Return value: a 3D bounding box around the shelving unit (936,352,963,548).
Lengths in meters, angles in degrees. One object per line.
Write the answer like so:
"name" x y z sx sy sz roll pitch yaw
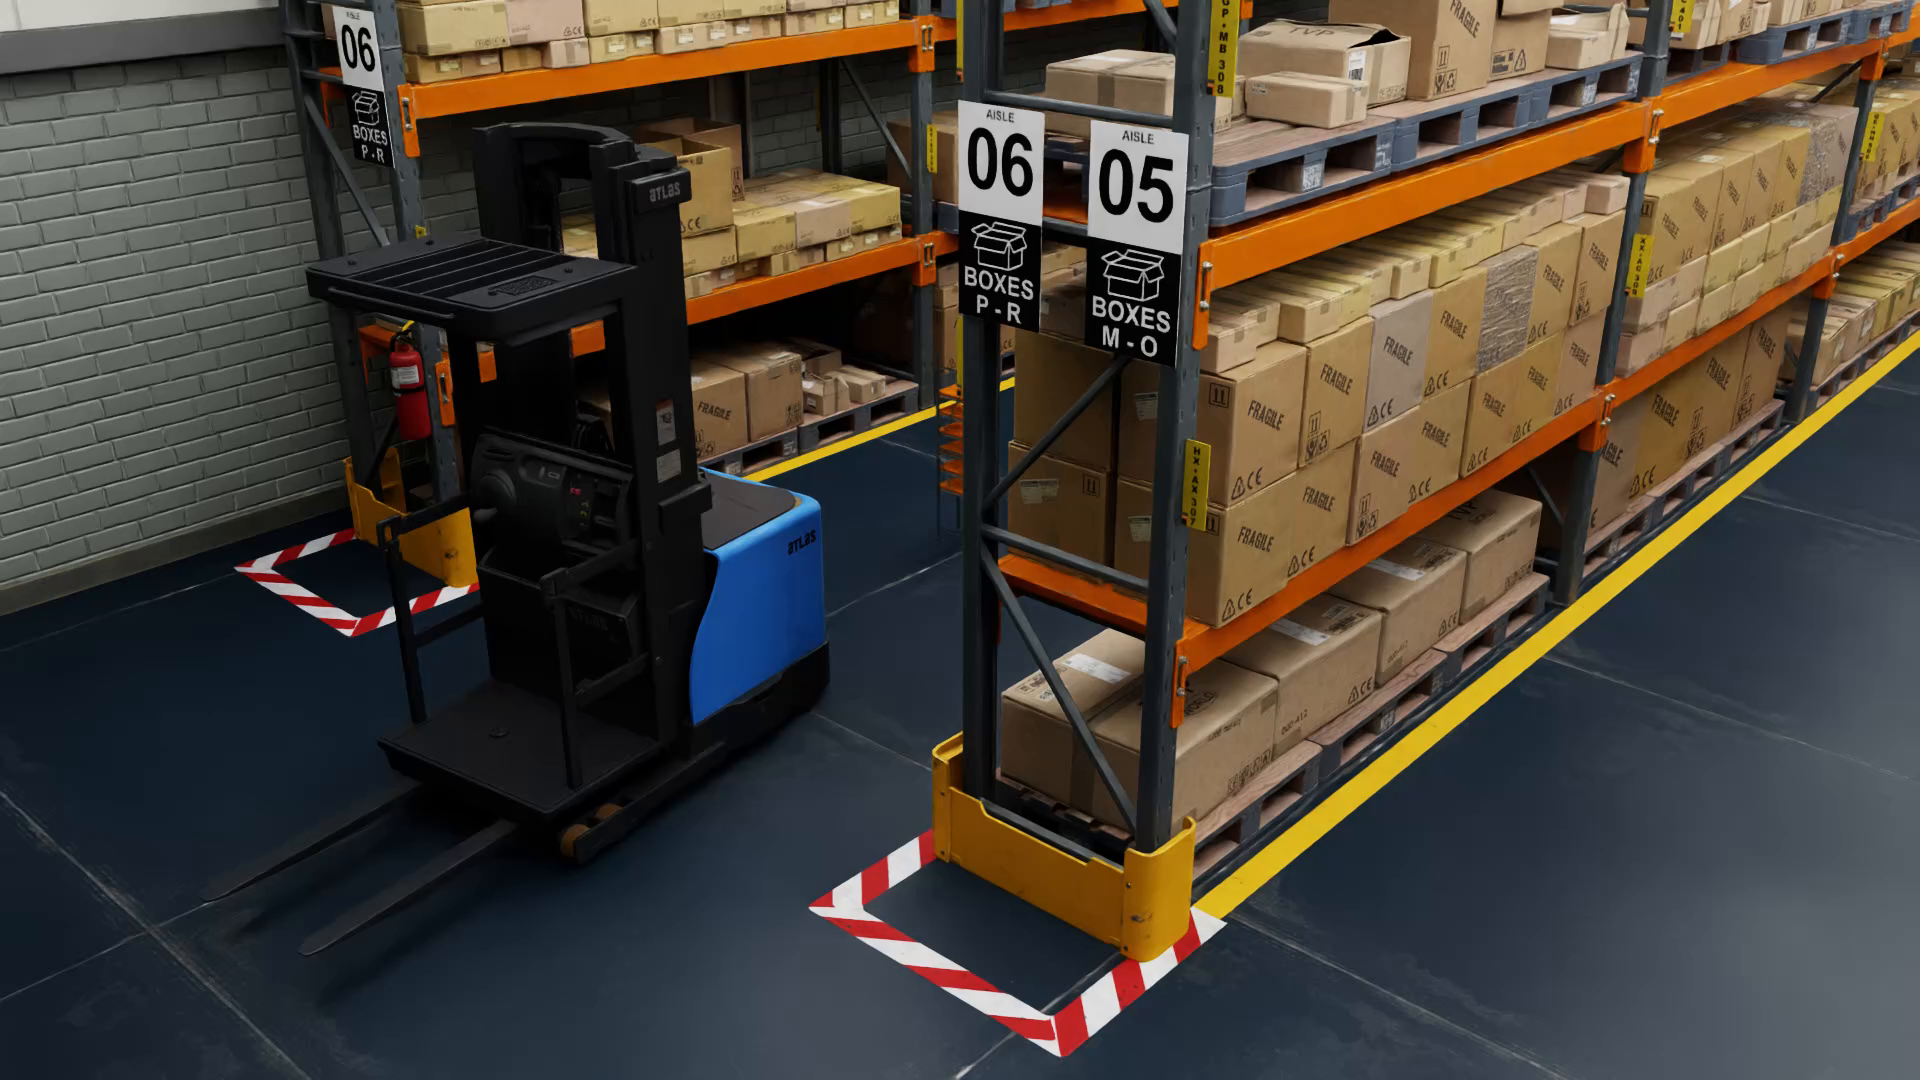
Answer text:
"shelving unit" 0.010 -0.552 10.014 0.258 1.200 0.189 20 31 38

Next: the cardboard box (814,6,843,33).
"cardboard box" -0.979 -3.399 10.805 0.380 0.149 0.250 21 32 39

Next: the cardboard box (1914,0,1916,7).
"cardboard box" 6.401 -4.053 11.834 0.700 0.500 0.500 20 31 38

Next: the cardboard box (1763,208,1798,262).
"cardboard box" 4.961 -1.976 10.564 0.500 0.250 0.500 19 30 36

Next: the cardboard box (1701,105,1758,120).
"cardboard box" 4.925 -2.617 11.076 0.500 0.500 0.500 20 31 38

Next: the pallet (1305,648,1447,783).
"pallet" 1.711 0.722 8.381 1.003 0.211 1.213 20 31 38

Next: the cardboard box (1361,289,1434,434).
"cardboard box" 1.631 -0.804 7.032 0.500 0.500 0.500 20 31 37

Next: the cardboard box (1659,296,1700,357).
"cardboard box" 3.925 -1.285 9.634 0.500 0.250 0.500 19 31 36

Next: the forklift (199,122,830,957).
"forklift" -1.893 -0.167 7.039 1.130 2.935 3.031 15 28 30

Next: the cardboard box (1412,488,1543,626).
"cardboard box" 2.592 0.006 9.189 0.875 0.438 0.875 20 31 37

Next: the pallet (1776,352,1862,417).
"pallet" 6.283 -1.318 12.931 1.003 0.211 1.213 20 31 38

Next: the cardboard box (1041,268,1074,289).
"cardboard box" 0.567 -1.941 13.454 0.500 0.500 0.500 19 30 36

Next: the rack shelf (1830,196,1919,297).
"rack shelf" 7.095 -2.634 13.337 1.077 0.370 4.000 20 31 38

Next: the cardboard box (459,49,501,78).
"cardboard box" -2.736 -2.644 9.121 0.380 0.149 0.250 21 31 38

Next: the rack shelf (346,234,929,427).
"rack shelf" -1.943 -1.550 10.921 1.077 0.370 4.000 20 31 38

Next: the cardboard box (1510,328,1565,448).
"cardboard box" 2.633 -0.810 8.268 0.500 0.500 0.500 19 31 36

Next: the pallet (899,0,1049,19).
"pallet" -0.120 -3.950 11.958 1.213 0.211 1.003 20 31 38

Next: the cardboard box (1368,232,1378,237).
"cardboard box" 1.872 -1.503 7.800 0.380 0.149 0.250 20 31 37

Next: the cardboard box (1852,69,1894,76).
"cardboard box" 7.230 -3.580 13.569 0.500 0.500 0.500 20 31 37

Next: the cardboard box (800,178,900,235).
"cardboard box" -0.766 -2.334 11.608 0.500 0.250 0.500 21 32 39

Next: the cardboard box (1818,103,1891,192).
"cardboard box" 6.233 -2.799 11.828 0.500 0.500 0.500 19 30 36

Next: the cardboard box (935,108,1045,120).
"cardboard box" 0.227 -2.969 12.571 0.700 0.500 0.500 21 31 38

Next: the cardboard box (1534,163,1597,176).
"cardboard box" 3.202 -1.840 9.344 0.500 0.500 0.500 21 32 39

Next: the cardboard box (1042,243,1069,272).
"cardboard box" 0.654 -2.287 13.433 0.380 0.149 0.250 22 32 39

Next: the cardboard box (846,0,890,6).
"cardboard box" -0.743 -3.709 11.008 0.500 0.250 0.500 20 31 38

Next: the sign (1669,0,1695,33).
"sign" 3.505 -2.623 8.040 0.100 0.325 0.005 20 31 38

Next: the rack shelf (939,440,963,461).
"rack shelf" 0.010 -0.511 10.033 0.258 0.103 0.180 20 31 38

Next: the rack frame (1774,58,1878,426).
"rack frame" 5.761 -2.352 11.830 1.000 3.000 0.127 20 31 38

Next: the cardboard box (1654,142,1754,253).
"cardboard box" 4.254 -2.006 9.713 0.500 0.500 0.500 19 31 36

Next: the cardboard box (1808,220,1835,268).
"cardboard box" 5.616 -2.059 11.359 0.500 0.250 0.500 19 30 36

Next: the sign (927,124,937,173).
"sign" -0.199 -2.737 11.630 0.100 0.325 0.005 20 31 38

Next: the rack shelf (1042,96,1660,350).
"rack shelf" 1.756 -1.565 7.287 1.077 0.370 4.000 20 31 38

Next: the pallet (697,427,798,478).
"pallet" -1.881 -0.633 11.404 1.003 0.211 1.213 20 31 38

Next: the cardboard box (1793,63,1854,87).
"cardboard box" 6.642 -3.597 12.814 0.380 0.149 0.250 18 30 35

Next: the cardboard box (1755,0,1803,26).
"cardboard box" 4.571 -3.094 9.469 0.258 0.266 0.396 -21 32 -39

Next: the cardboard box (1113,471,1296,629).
"cardboard box" 0.955 -0.029 6.525 0.500 0.500 0.500 20 31 37

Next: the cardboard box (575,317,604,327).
"cardboard box" -2.355 -1.420 10.057 0.380 0.149 0.250 21 32 39

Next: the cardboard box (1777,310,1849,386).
"cardboard box" 6.145 -1.514 12.660 0.950 0.372 0.625 18 30 34

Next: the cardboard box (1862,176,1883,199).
"cardboard box" 6.547 -2.625 12.233 0.380 0.149 0.250 18 30 34

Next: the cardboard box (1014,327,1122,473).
"cardboard box" 0.566 -0.629 6.642 0.500 0.500 0.500 21 32 39

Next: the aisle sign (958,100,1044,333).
"aisle sign" 0.142 -1.164 6.002 0.394 0.787 0.004 20 31 38

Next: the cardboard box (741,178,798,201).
"cardboard box" -1.469 -2.323 11.585 0.500 0.250 0.500 20 31 37

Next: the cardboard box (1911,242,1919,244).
"cardboard box" 9.025 -2.614 15.262 0.500 0.250 0.500 18 30 35

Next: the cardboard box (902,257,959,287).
"cardboard box" -0.216 -2.024 12.483 0.380 0.149 0.250 19 31 37

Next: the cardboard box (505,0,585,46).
"cardboard box" -2.454 -2.926 9.264 0.500 0.250 0.500 21 32 38

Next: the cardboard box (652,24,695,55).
"cardboard box" -1.796 -2.998 9.910 0.380 0.149 0.250 20 31 38

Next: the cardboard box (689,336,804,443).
"cardboard box" -1.506 -1.047 11.461 0.700 0.500 0.500 19 30 36

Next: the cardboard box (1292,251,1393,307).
"cardboard box" 1.543 -1.072 6.838 0.380 0.149 0.250 21 31 38

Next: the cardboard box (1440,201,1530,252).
"cardboard box" 2.396 -1.459 7.700 0.380 0.149 0.250 20 31 37

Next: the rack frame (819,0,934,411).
"rack frame" -0.608 -2.488 12.133 1.000 3.000 0.127 20 31 38

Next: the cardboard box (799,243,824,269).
"cardboard box" -1.141 -1.964 11.270 0.380 0.149 0.250 21 32 39

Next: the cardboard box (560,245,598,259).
"cardboard box" -2.438 -1.555 9.871 0.500 0.250 0.500 21 31 38

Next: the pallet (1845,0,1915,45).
"pallet" 5.370 -3.424 10.786 1.213 0.211 1.003 22 32 40

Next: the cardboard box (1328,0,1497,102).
"cardboard box" 1.879 -2.140 6.932 0.500 0.500 0.500 21 31 38

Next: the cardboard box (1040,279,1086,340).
"cardboard box" 0.512 -0.877 6.402 0.380 0.149 0.250 21 31 38
